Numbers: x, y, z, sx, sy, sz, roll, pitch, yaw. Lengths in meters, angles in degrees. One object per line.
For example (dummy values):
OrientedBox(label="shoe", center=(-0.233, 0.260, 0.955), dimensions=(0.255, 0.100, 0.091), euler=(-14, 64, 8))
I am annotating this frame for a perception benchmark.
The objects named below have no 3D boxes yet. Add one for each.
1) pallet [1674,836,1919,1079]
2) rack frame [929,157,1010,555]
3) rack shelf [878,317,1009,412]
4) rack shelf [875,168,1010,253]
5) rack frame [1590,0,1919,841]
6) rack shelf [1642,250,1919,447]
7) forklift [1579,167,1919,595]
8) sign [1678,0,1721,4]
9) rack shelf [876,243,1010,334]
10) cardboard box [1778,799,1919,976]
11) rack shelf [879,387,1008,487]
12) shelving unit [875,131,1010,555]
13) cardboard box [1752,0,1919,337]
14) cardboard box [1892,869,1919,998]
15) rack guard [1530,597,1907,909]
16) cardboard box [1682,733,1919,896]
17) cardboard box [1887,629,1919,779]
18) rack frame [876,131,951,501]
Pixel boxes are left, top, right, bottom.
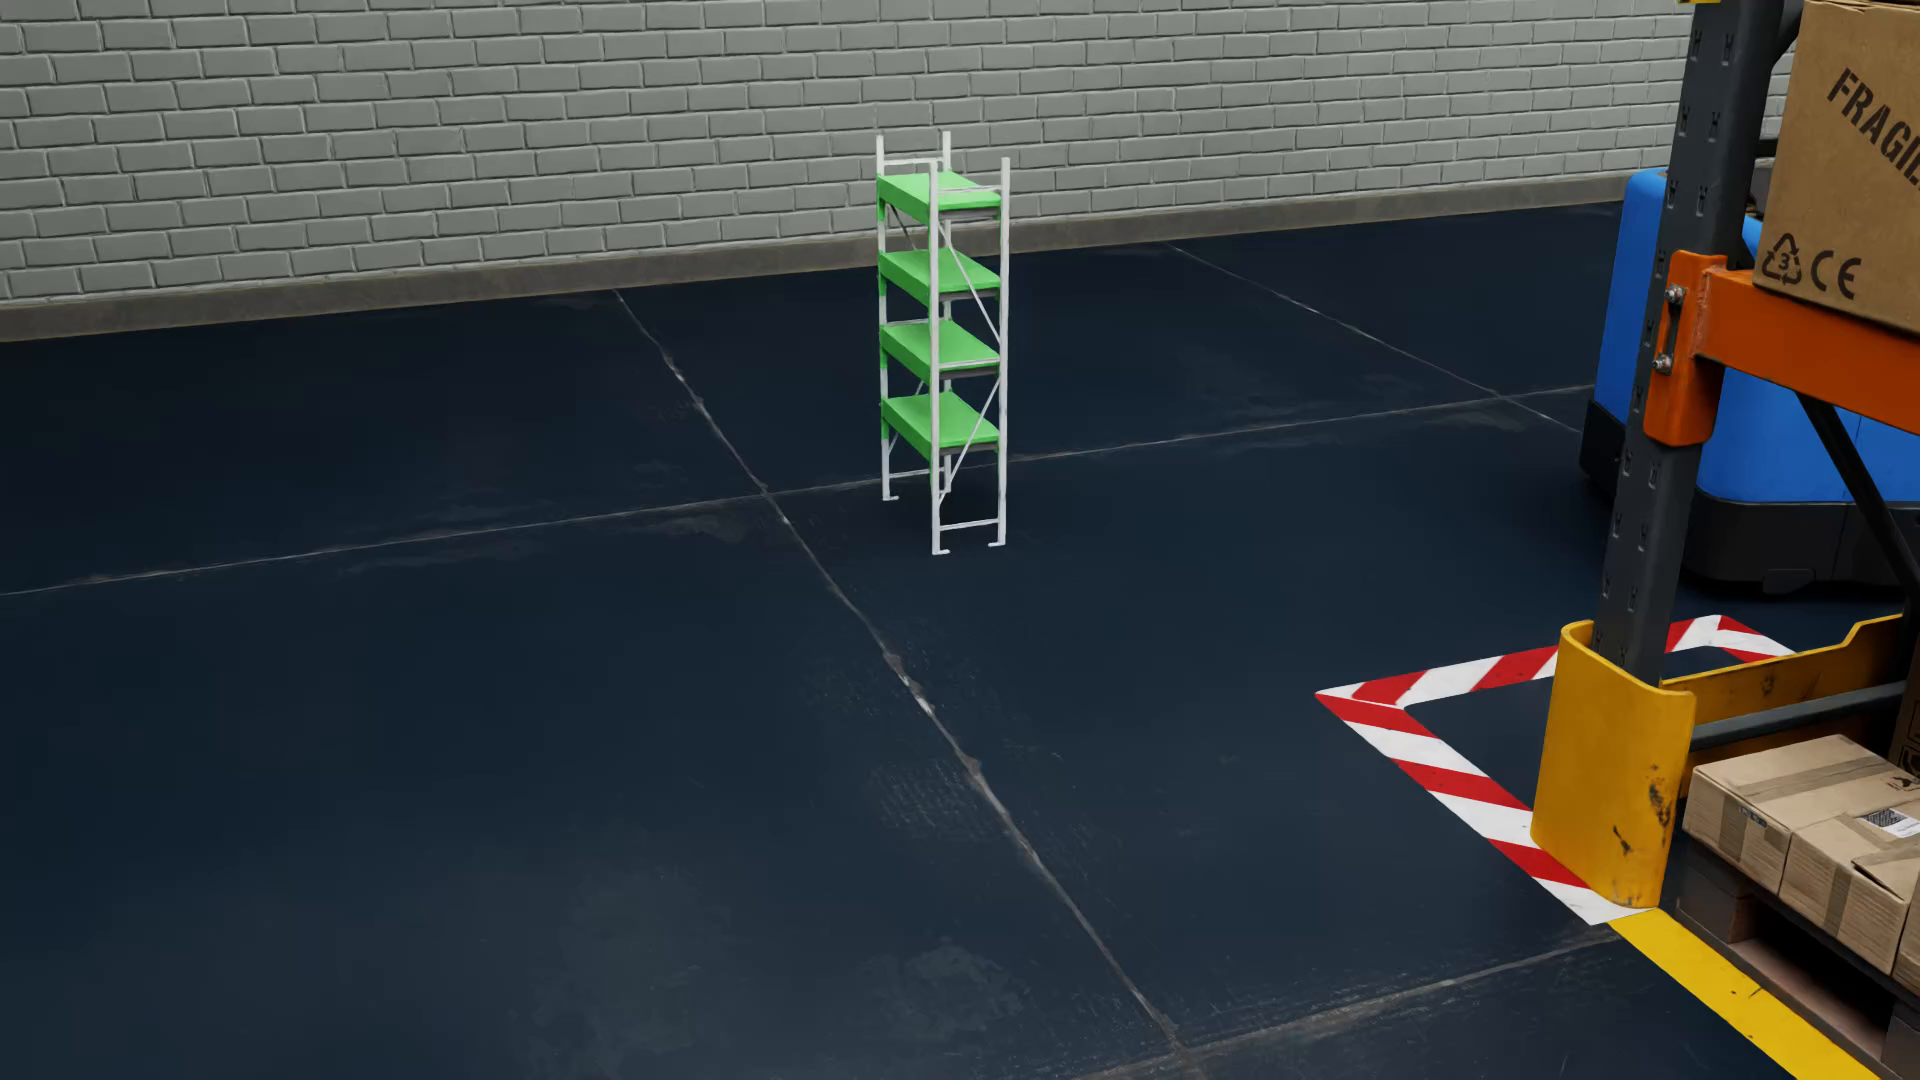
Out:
OrientedBox(label="pallet", center=(2.136, 0.821, 3.032), dimensions=(1.003, 0.211, 1.213), euler=(-8, 24, -19))
OrientedBox(label="rack frame", center=(0.028, -0.524, 4.949), dimensions=(0.240, 1.200, 0.015), euler=(-8, 24, -19))
OrientedBox(label="rack shelf", center=(-0.058, -0.554, 5.184), dimensions=(0.258, 0.148, 0.480), euler=(-8, 24, -19))
OrientedBox(label="rack shelf", center=(-0.058, -0.996, 4.998), dimensions=(0.258, 0.148, 0.480), euler=(-8, 24, -19))
OrientedBox(label="rack frame", center=(1.827, -0.782, 3.243), dimensions=(1.000, 3.000, 0.127), euler=(-8, 24, -19))
OrientedBox(label="rack shelf", center=(2.533, 0.276, 1.658), dimensions=(1.077, 0.370, 4.000), euler=(-8, 24, -19))
OrientedBox(label="forklift", center=(3.630, -1.378, 4.747), dimensions=(3.031, 2.935, 1.130), euler=(0, 23, -1))
OrientedBox(label="sign", center=(1.319, -1.106, 2.898), dimensions=(0.100, 0.325, 0.005), euler=(-8, 24, -19))
OrientedBox(label="rack shelf", center=(-0.058, -0.775, 5.091), dimensions=(0.258, 0.148, 0.480), euler=(-8, 24, -19))
OrientedBox(label="cardboard box", center=(1.742, 0.611, 3.019), dimensions=(0.380, 0.166, 0.250), euler=(-8, 24, -19))
OrientedBox(label="rack shelf", center=(-0.058, -0.333, 5.278), dimensions=(0.258, 0.148, 0.480), euler=(-8, 24, -19))
OrientedBox(label="shelving unit", center=(-0.058, -0.613, 5.160), dimensions=(0.258, 1.200, 0.503), euler=(-8, 24, -19))
OrientedBox(label="cardboard box", center=(1.737, -0.630, 2.755), dimensions=(0.500, 0.500, 0.500), euler=(-8, 24, -18))
OrientedBox(label="cardboard box", center=(1.930, 0.701, 2.699), dimensions=(0.500, 0.250, 0.500), euler=(-8, 24, -19))
OrientedBox(label="rack guard", center=(1.854, 0.398, 3.663), dimensions=(1.175, 0.500, 0.348), euler=(-8, 24, -19))
OrientedBox(label="cardboard box", center=(1.653, 0.529, 3.238), dimensions=(0.380, 0.149, 0.250), euler=(-8, 24, -19))
OrientedBox(label="cardboard box", center=(2.249, 0.331, 3.254), dimensions=(0.500, 0.500, 0.500), euler=(-8, 24, -19))
OrientedBox(label="rack frame", center=(-0.145, -0.702, 5.370), dimensions=(0.240, 1.200, 0.015), euler=(-8, 24, -19))
